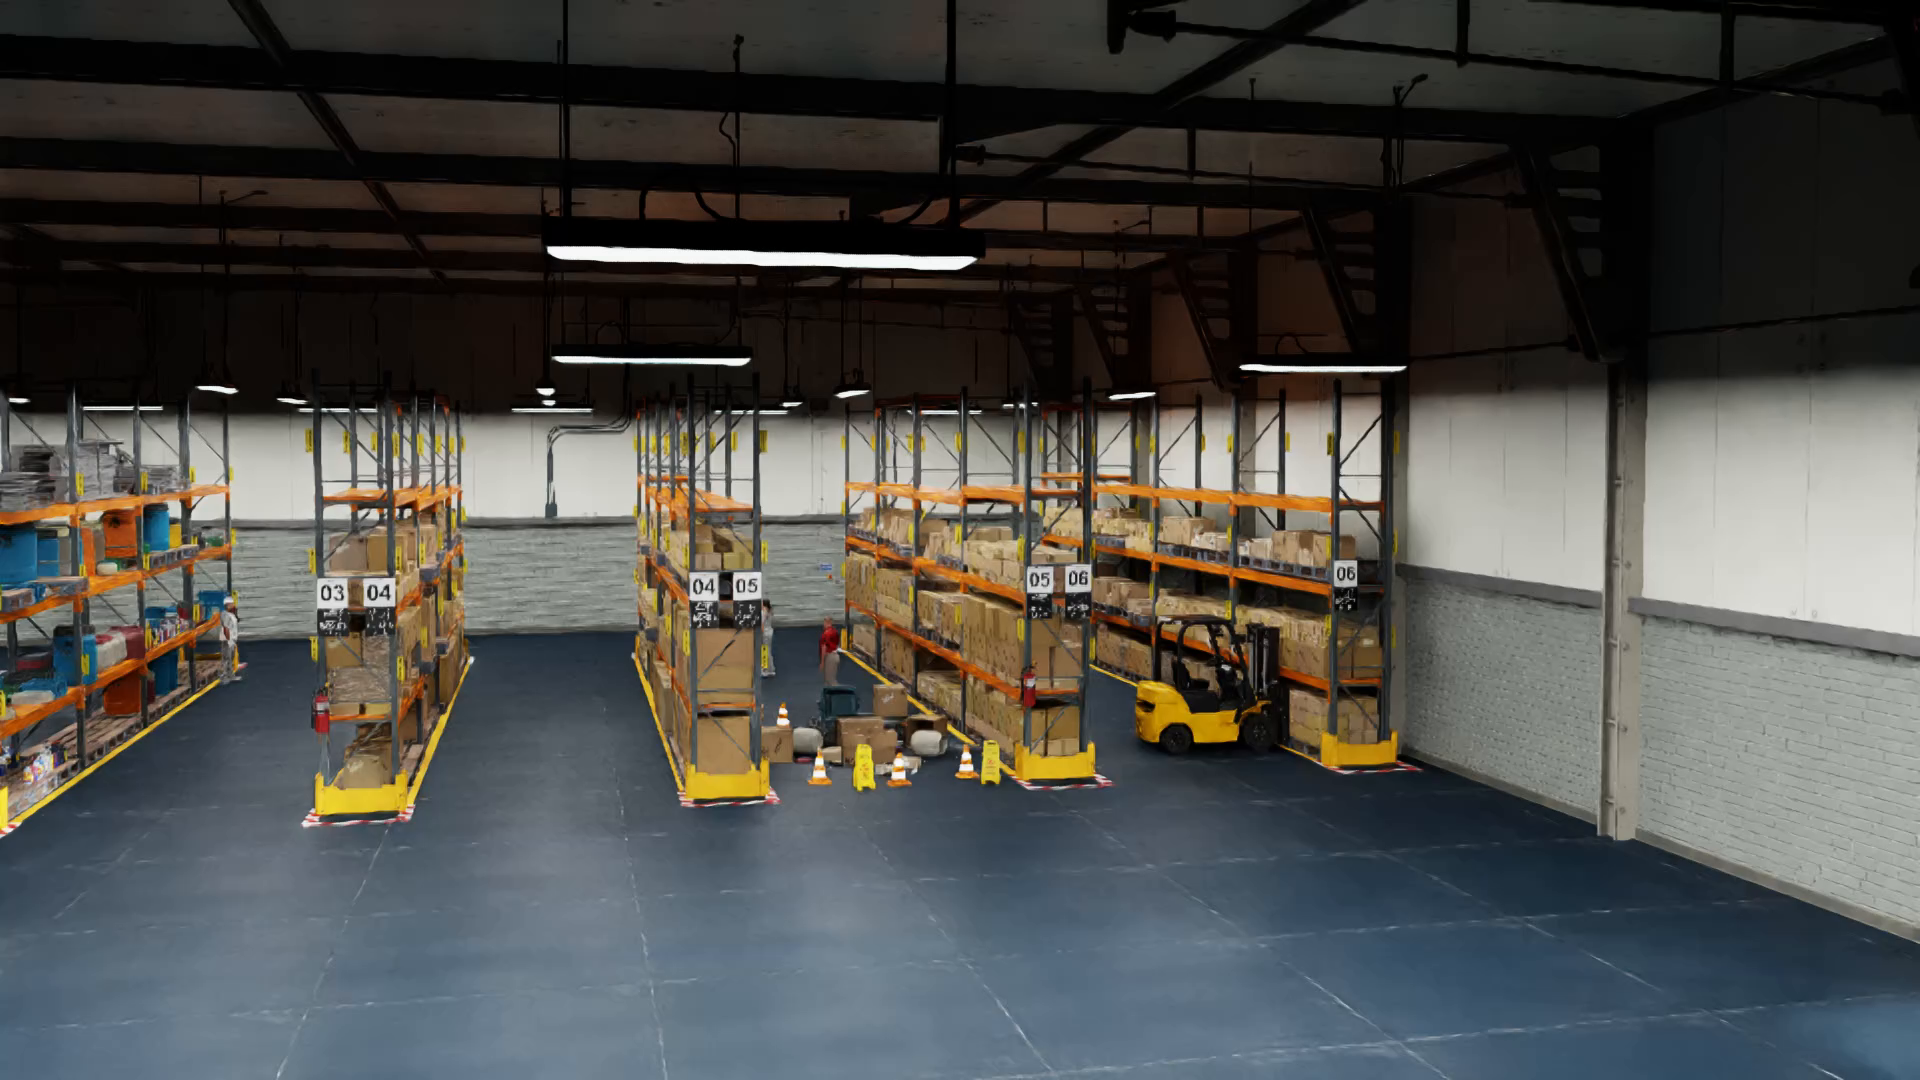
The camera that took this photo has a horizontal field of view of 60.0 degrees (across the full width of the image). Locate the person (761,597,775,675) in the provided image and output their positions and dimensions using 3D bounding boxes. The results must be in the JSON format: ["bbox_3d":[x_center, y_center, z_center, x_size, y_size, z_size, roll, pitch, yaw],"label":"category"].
[{"bbox_3d":[-4.228,2.075,36.046,0.544,1.671,0.521,1,3,15],"label":"person"}]

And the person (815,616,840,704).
[{"bbox_3d":[-2.522,2.300,31.634,0.578,1.721,0.654,1,3,14],"label":"person"}]

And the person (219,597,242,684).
[{"bbox_3d":[-15.290,2.080,34.799,0.403,1.787,0.687,-1,3,-15],"label":"person"}]
